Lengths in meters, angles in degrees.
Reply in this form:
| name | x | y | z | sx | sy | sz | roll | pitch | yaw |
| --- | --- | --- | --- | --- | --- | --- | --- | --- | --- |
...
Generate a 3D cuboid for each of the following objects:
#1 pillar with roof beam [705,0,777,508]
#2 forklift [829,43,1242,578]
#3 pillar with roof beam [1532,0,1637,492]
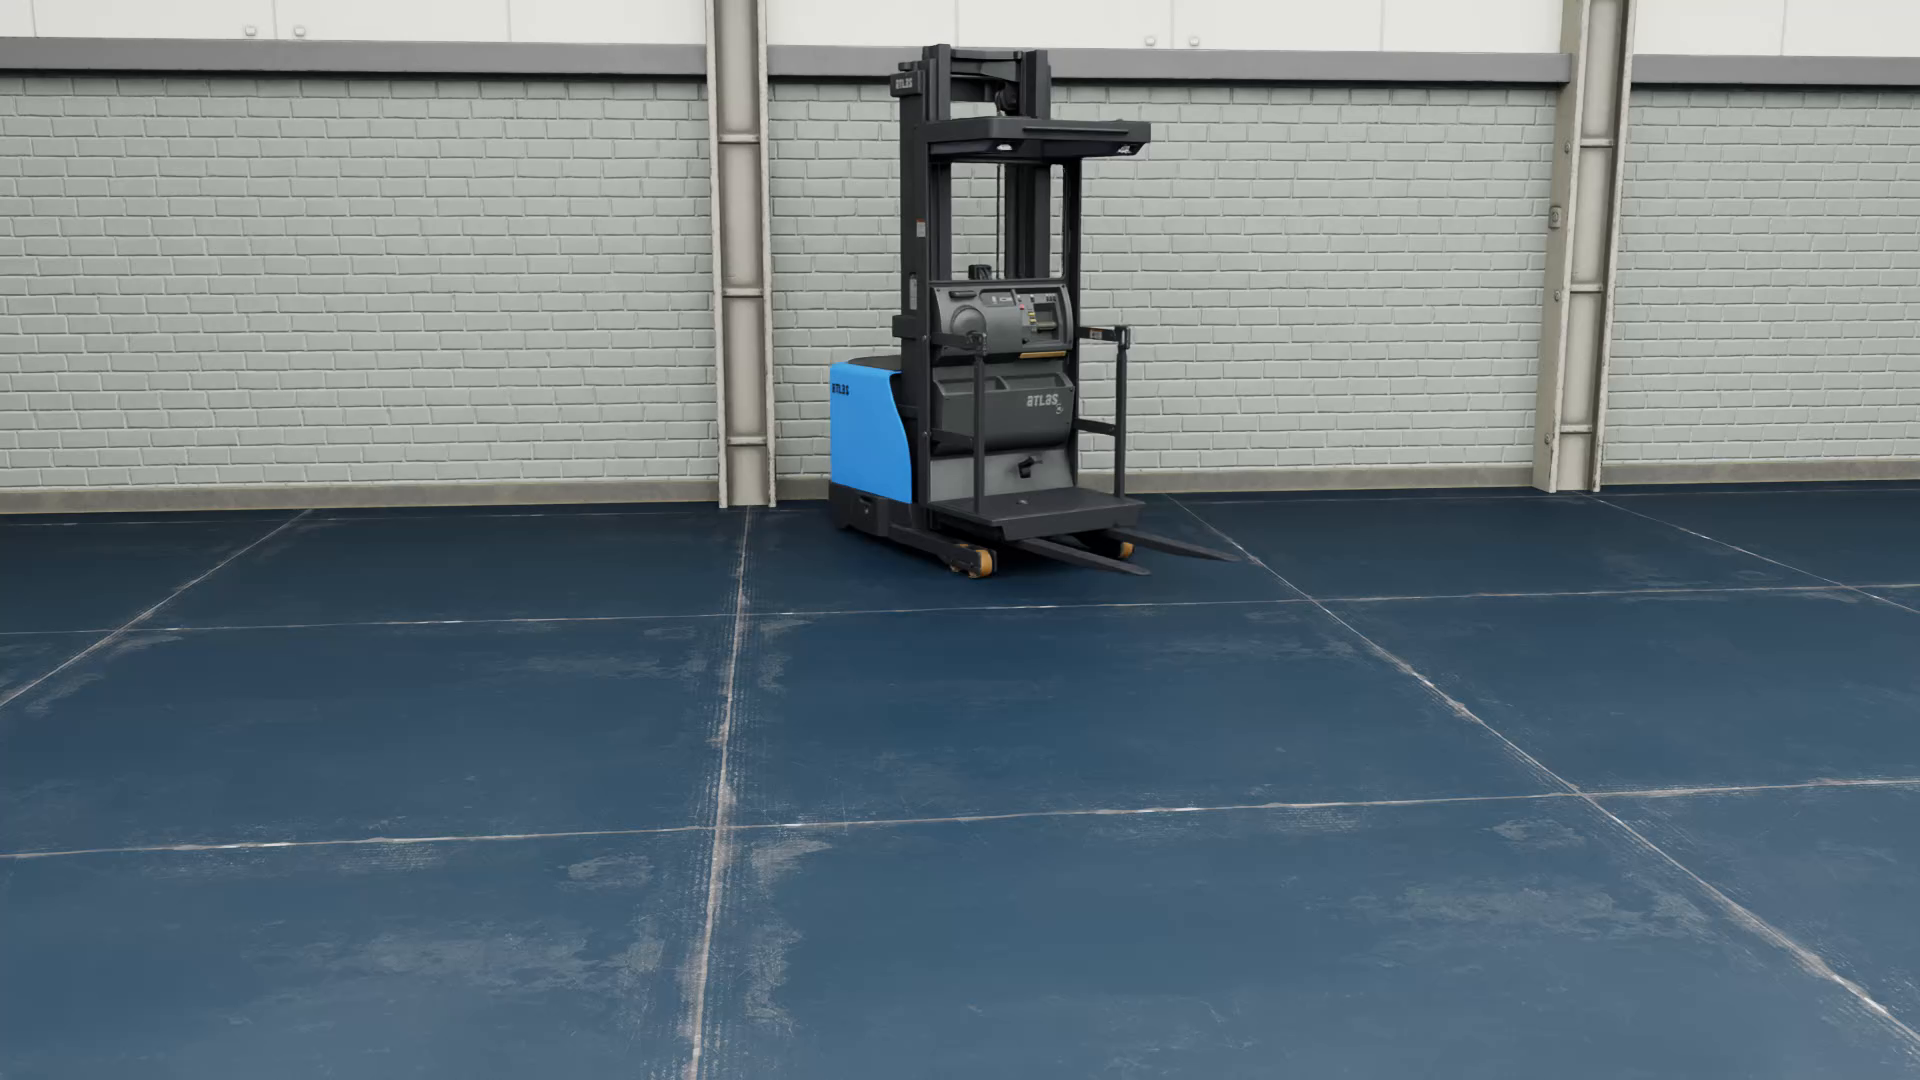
| name | x | y | z | sx | sy | sz | roll | pitch | yaw |
| --- | --- | --- | --- | --- | --- | --- | --- | --- | --- |
| pillar with roof beam | -1.021 | -3.847 | 6.606 | 0.400 | 9.000 | 9.100 | -1 | 11 | -6 |
| forklift | 0.376 | -1.327 | 9.518 | 1.130 | 2.935 | 3.031 | -7 | 13 | -32 |
| pillar with roof beam | 4.944 | -3.972 | 7.242 | 0.400 | 9.000 | 9.100 | -1 | 11 | -6 |
